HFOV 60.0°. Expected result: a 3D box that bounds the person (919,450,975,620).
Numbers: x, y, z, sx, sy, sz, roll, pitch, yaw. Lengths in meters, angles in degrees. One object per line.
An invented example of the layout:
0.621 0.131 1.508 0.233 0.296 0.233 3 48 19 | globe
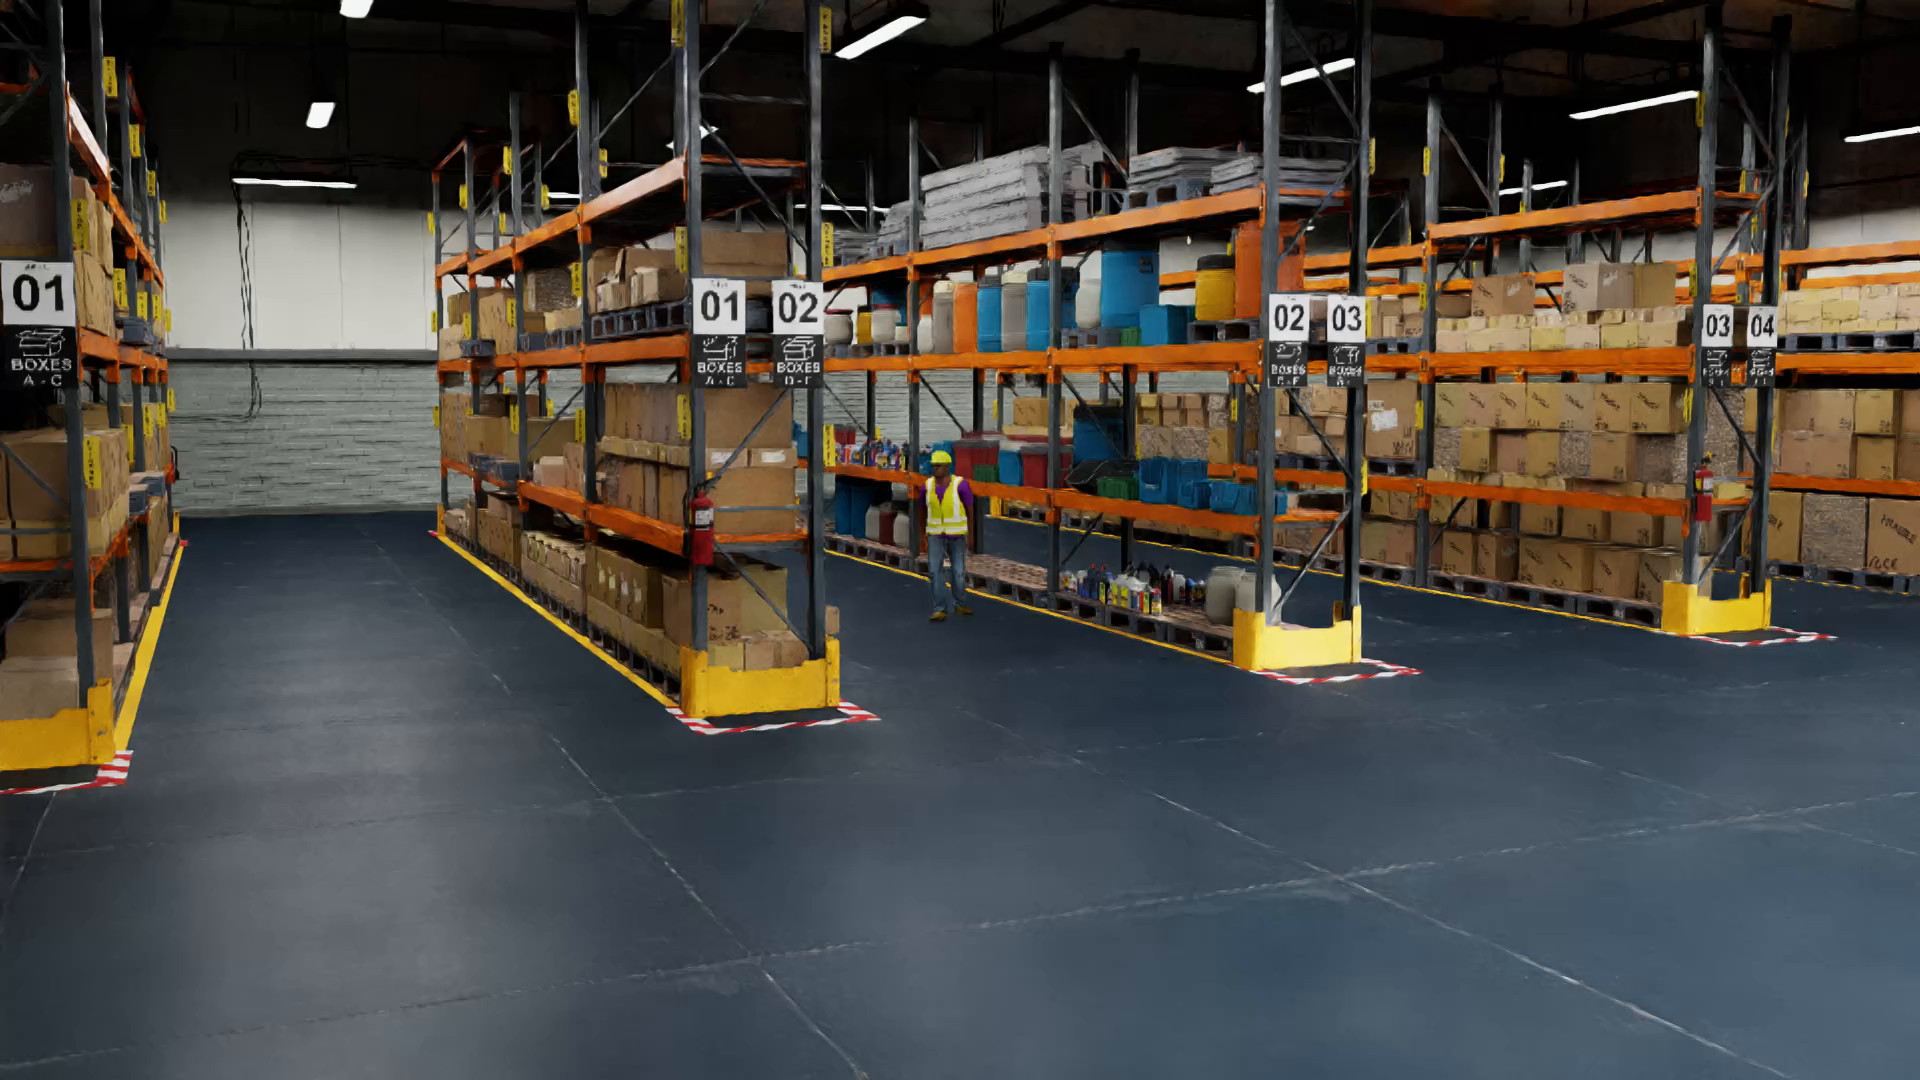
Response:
-0.131 -0.057 17.284 0.599 1.755 0.581 1 5 11 | person
